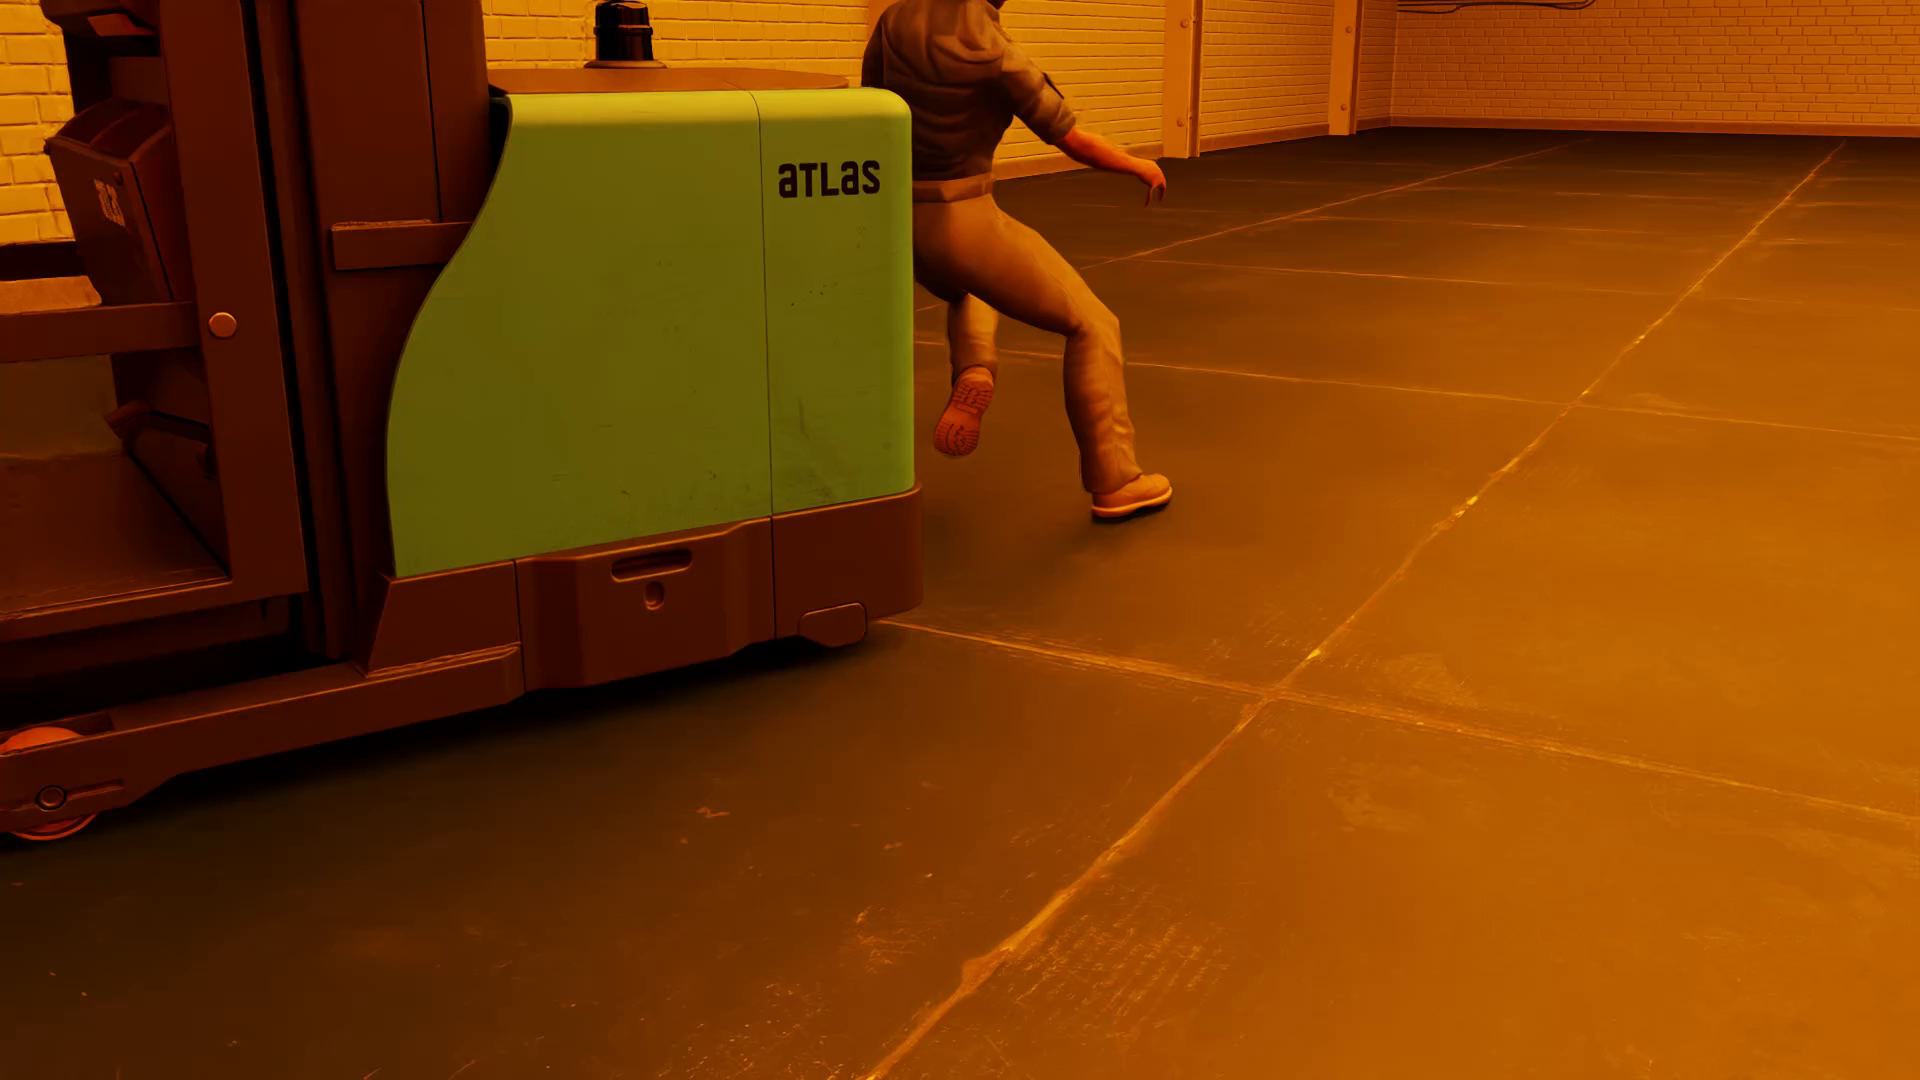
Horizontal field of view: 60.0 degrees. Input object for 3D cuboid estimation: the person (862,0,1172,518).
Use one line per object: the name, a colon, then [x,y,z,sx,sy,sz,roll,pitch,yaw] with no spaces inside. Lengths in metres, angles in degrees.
person: [0.157,-0.840,4.253,0.704,1.479,0.742,-16,23,-43]

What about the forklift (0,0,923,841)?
forklift: [-1.584,-1.093,2.563,3.031,2.935,1.130,-11,20,-32]
